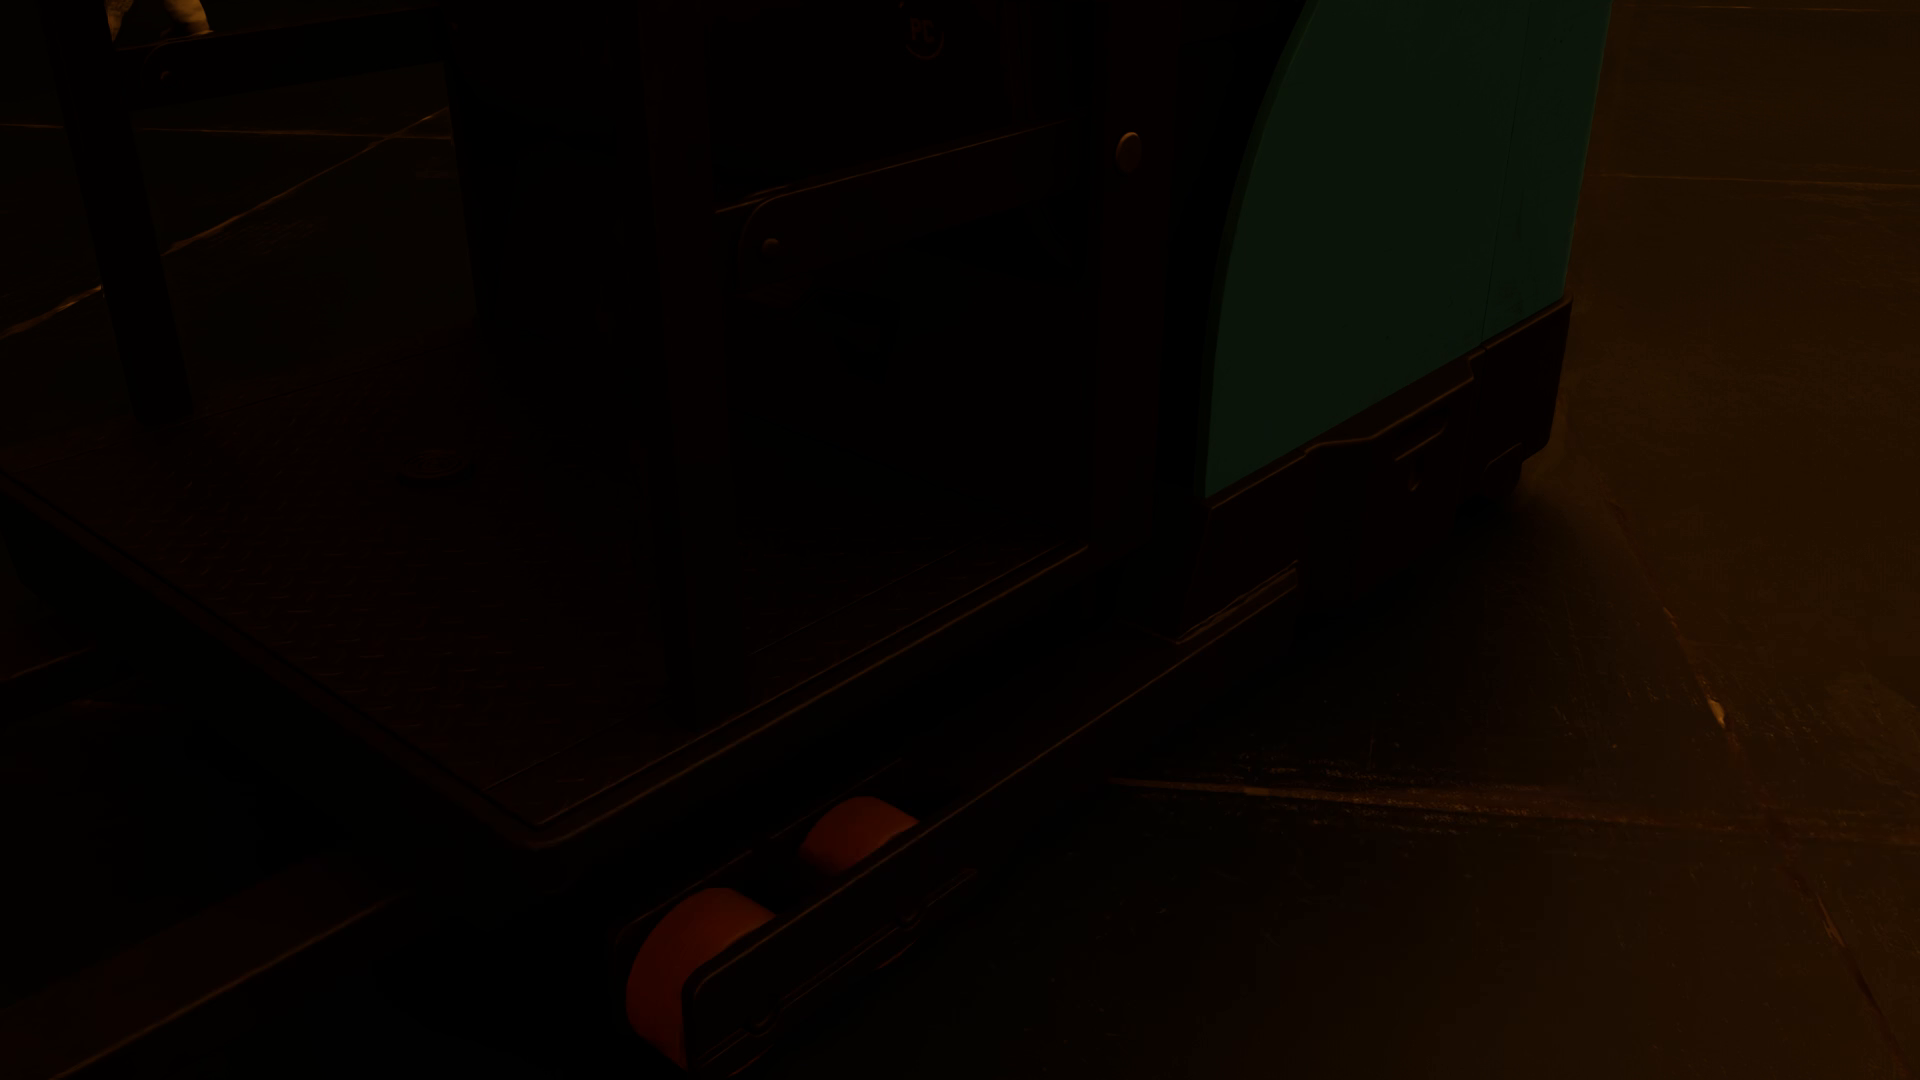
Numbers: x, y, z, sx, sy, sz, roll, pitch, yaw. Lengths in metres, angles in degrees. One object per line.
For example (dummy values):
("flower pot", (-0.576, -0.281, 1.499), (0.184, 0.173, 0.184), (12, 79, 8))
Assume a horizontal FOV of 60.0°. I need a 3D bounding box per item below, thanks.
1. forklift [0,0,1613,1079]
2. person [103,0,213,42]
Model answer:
("forklift", (-0.405, -1.078, 1.378), (1.130, 2.935, 3.031), (22, 34, 36))
("person", (-2.958, -2.476, 5.773), (0.527, 1.554, 0.871), (7, 27, 14))
